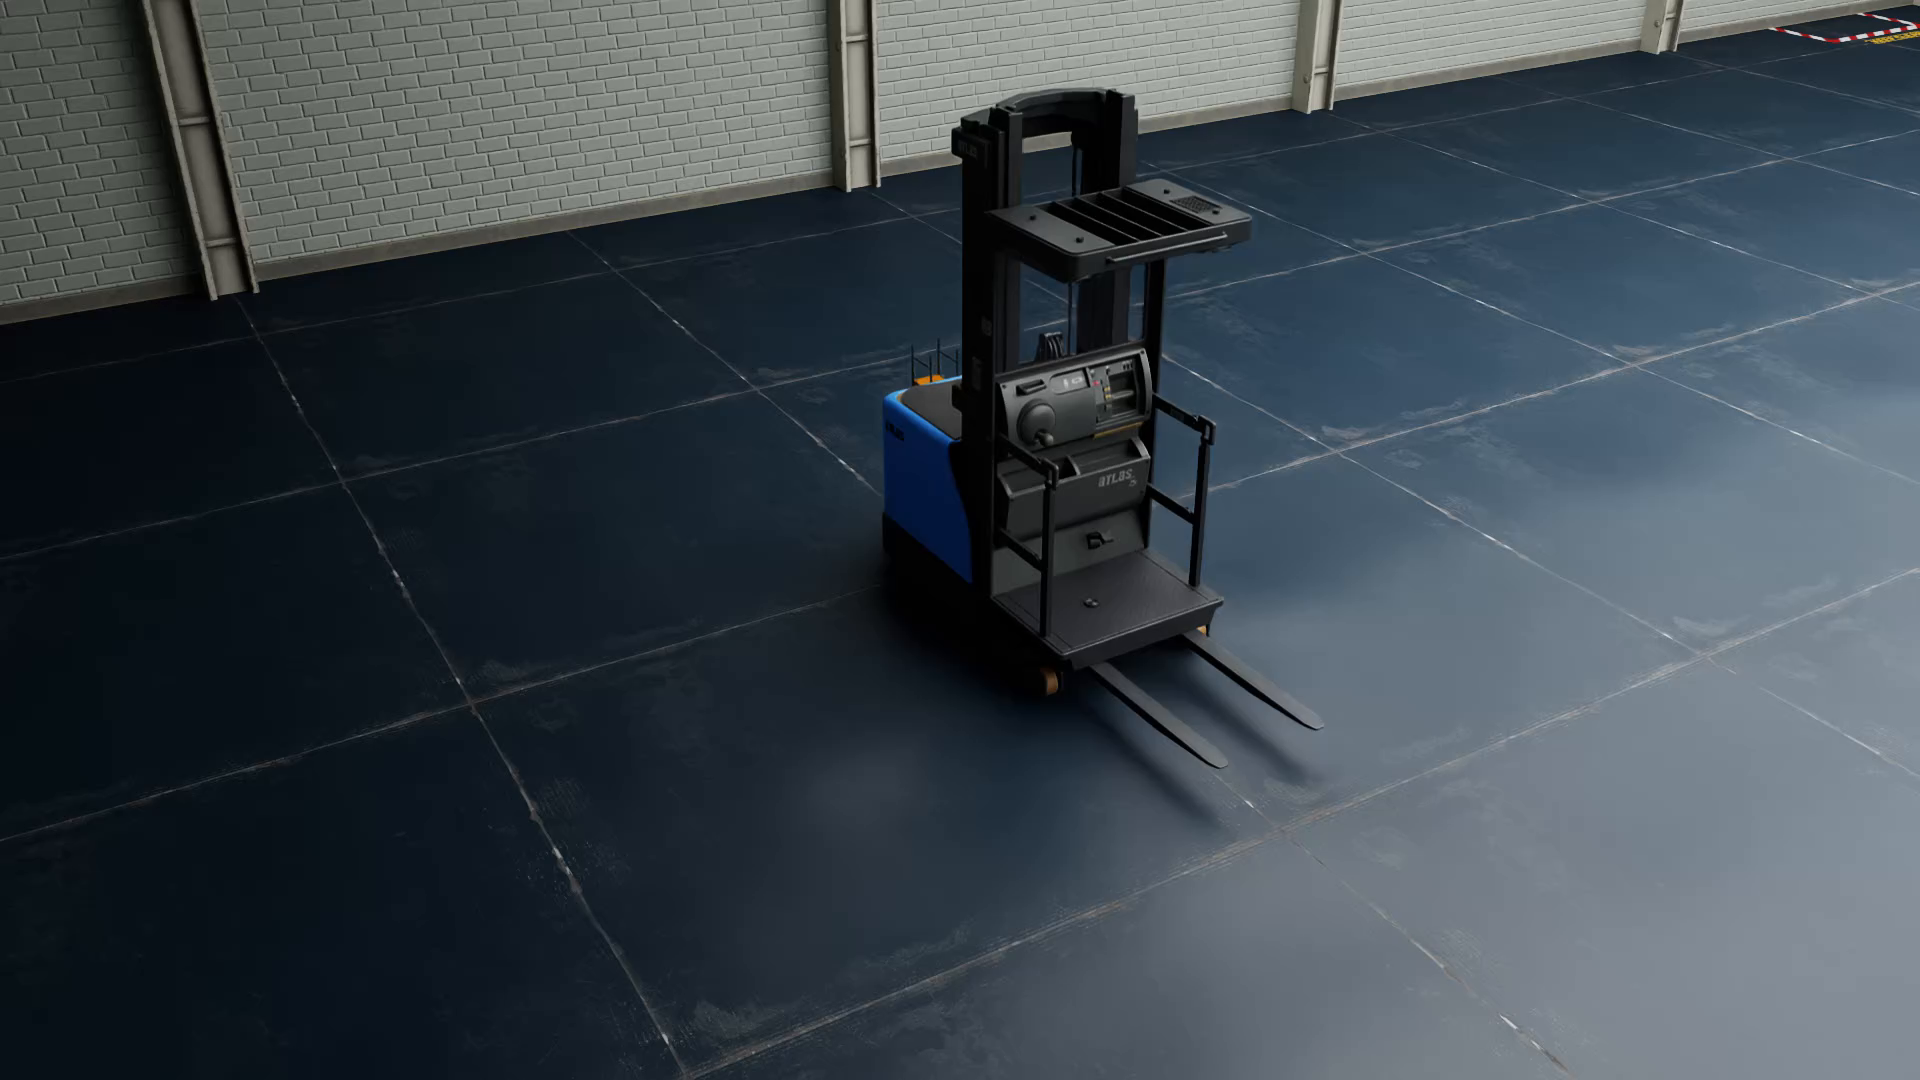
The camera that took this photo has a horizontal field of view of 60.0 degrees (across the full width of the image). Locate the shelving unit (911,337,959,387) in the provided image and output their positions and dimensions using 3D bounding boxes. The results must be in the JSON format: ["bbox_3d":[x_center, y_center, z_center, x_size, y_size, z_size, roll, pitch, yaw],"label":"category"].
[{"bbox_3d":[-0.150,-0.632,10.251,0.189,1.200,0.258,-16,33,-27],"label":"shelving unit"}]

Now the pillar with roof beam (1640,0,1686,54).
[{"bbox_3d":[11.481,-8.681,16.766,0.400,9.000,9.100,-16,33,-26],"label":"pillar with roof beam"}]

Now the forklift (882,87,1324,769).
[{"bbox_3d":[0.729,-0.707,8.597,1.130,2.935,3.031,-16,33,-27],"label":"forklift"}]

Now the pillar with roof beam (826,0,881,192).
[{"bbox_3d":[1.135,-5.744,11.443,0.400,9.000,9.100,-16,33,-26],"label":"pillar with roof beam"}]

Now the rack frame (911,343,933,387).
[{"bbox_3d":[-0.228,-0.609,10.209,0.006,1.200,0.240,-16,33,-27],"label":"rack frame"}]

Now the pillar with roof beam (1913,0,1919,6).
[{"bbox_3d":[16.654,-10.150,19.427,0.400,9.000,9.100,-16,33,-26],"label":"pillar with roof beam"}]

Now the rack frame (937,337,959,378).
[{"bbox_3d":[-0.072,-0.655,10.293,0.006,1.200,0.240,-16,33,-27],"label":"rack frame"}]

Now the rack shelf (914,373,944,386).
[{"bbox_3d":[-0.150,-0.908,10.099,0.180,0.103,0.258,-16,33,-27],"label":"rack shelf"}]

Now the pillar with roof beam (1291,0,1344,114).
[{"bbox_3d":[6.308,-7.213,14.105,0.400,9.000,9.100,-16,33,-26],"label":"pillar with roof beam"}]

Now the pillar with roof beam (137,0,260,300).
[{"bbox_3d":[-4.038,-4.275,8.782,0.400,9.000,9.100,-16,33,-26],"label":"pillar with roof beam"}]
